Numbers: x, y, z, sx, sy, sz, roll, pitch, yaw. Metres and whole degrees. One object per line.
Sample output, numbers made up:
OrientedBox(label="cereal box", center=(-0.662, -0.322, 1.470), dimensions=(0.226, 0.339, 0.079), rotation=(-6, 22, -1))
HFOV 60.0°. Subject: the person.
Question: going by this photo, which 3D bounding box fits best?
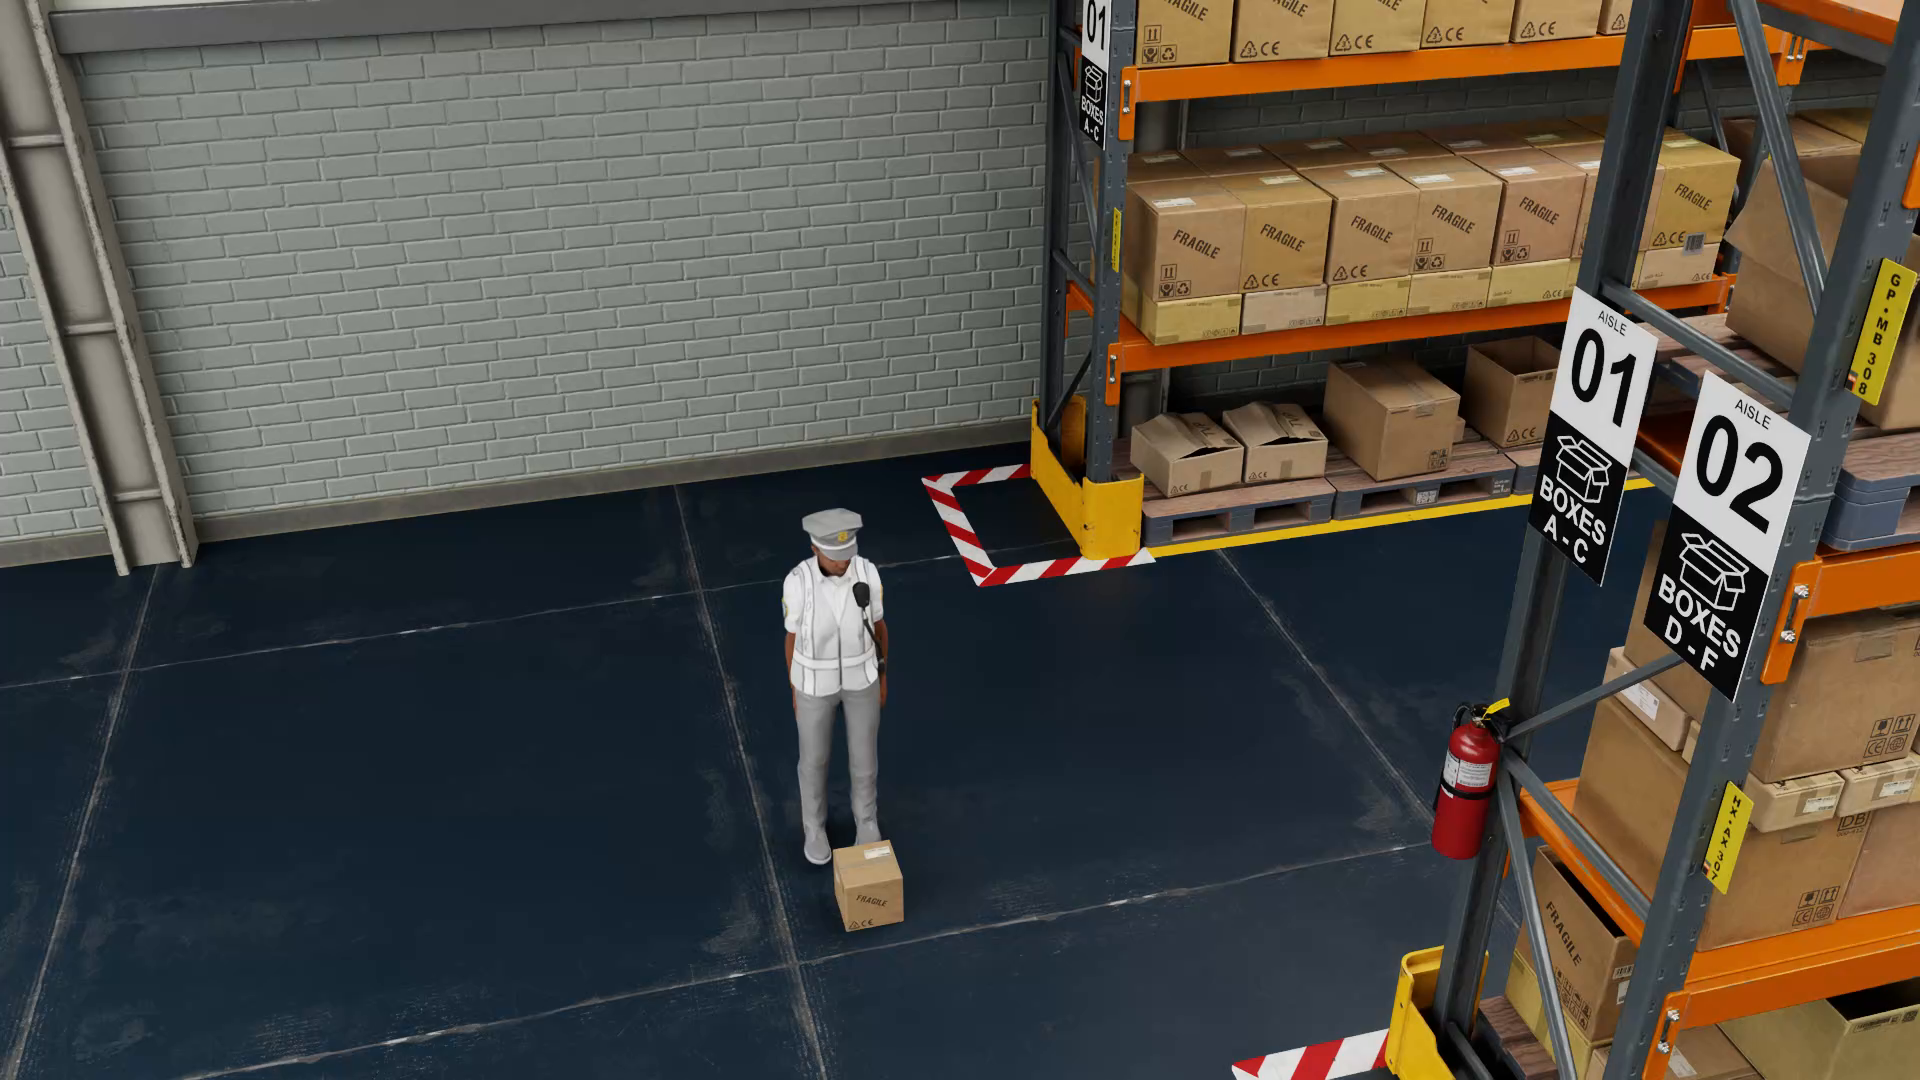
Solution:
OrientedBox(label="person", center=(-0.515, 0.629, 7.152), dimensions=(0.443, 1.665, 0.355), rotation=(-8, 31, -13))
